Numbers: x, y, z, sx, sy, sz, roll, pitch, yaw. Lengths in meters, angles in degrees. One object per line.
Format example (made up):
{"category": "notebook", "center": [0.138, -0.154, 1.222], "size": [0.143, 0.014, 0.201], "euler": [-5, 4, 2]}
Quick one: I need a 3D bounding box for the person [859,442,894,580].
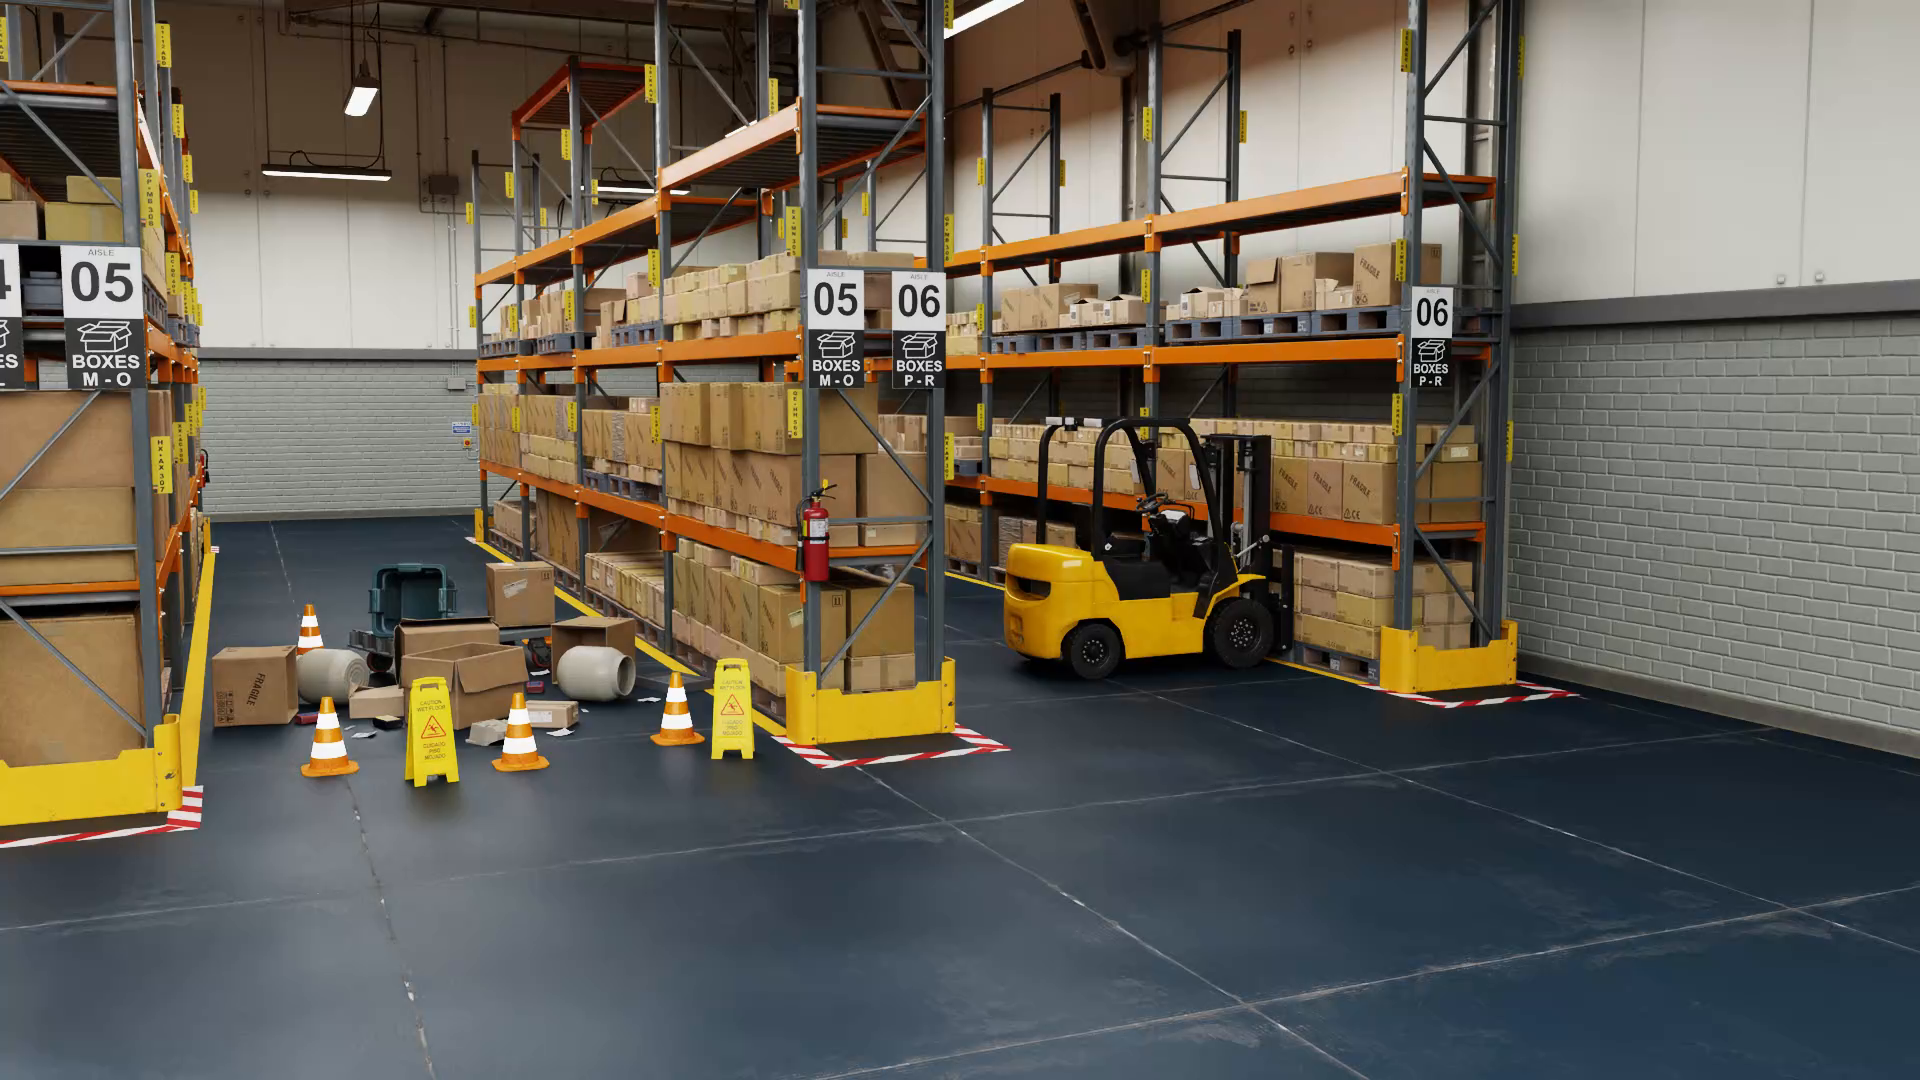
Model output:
{"category": "person", "center": [-1.076, -0.353, 20.392], "size": [0.589, 1.734, 1.061], "euler": [-4, 6, -34]}
